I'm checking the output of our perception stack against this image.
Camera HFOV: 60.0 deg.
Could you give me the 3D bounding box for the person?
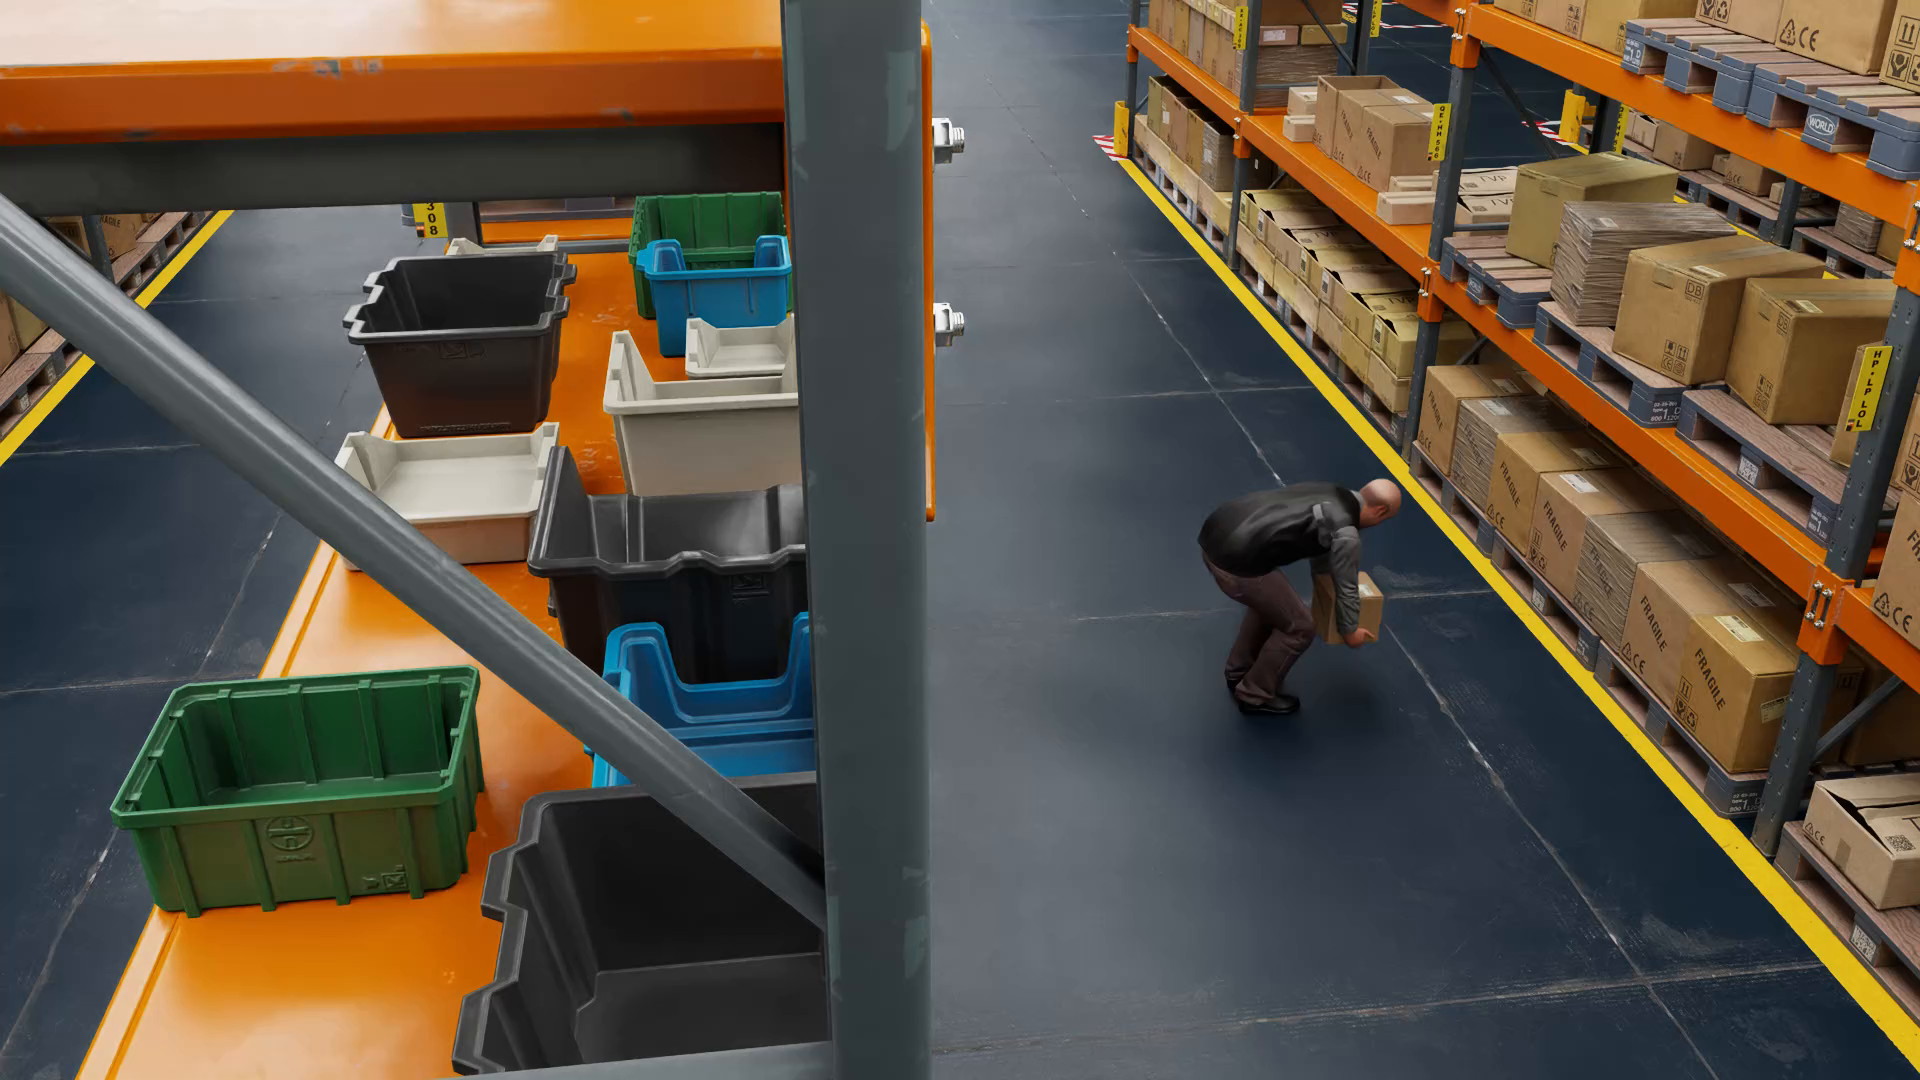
[{"bbox_3d":[1.582,0.250,7.830,0.945,1.109,0.480,-5,27,-9],"label":"person"}]
